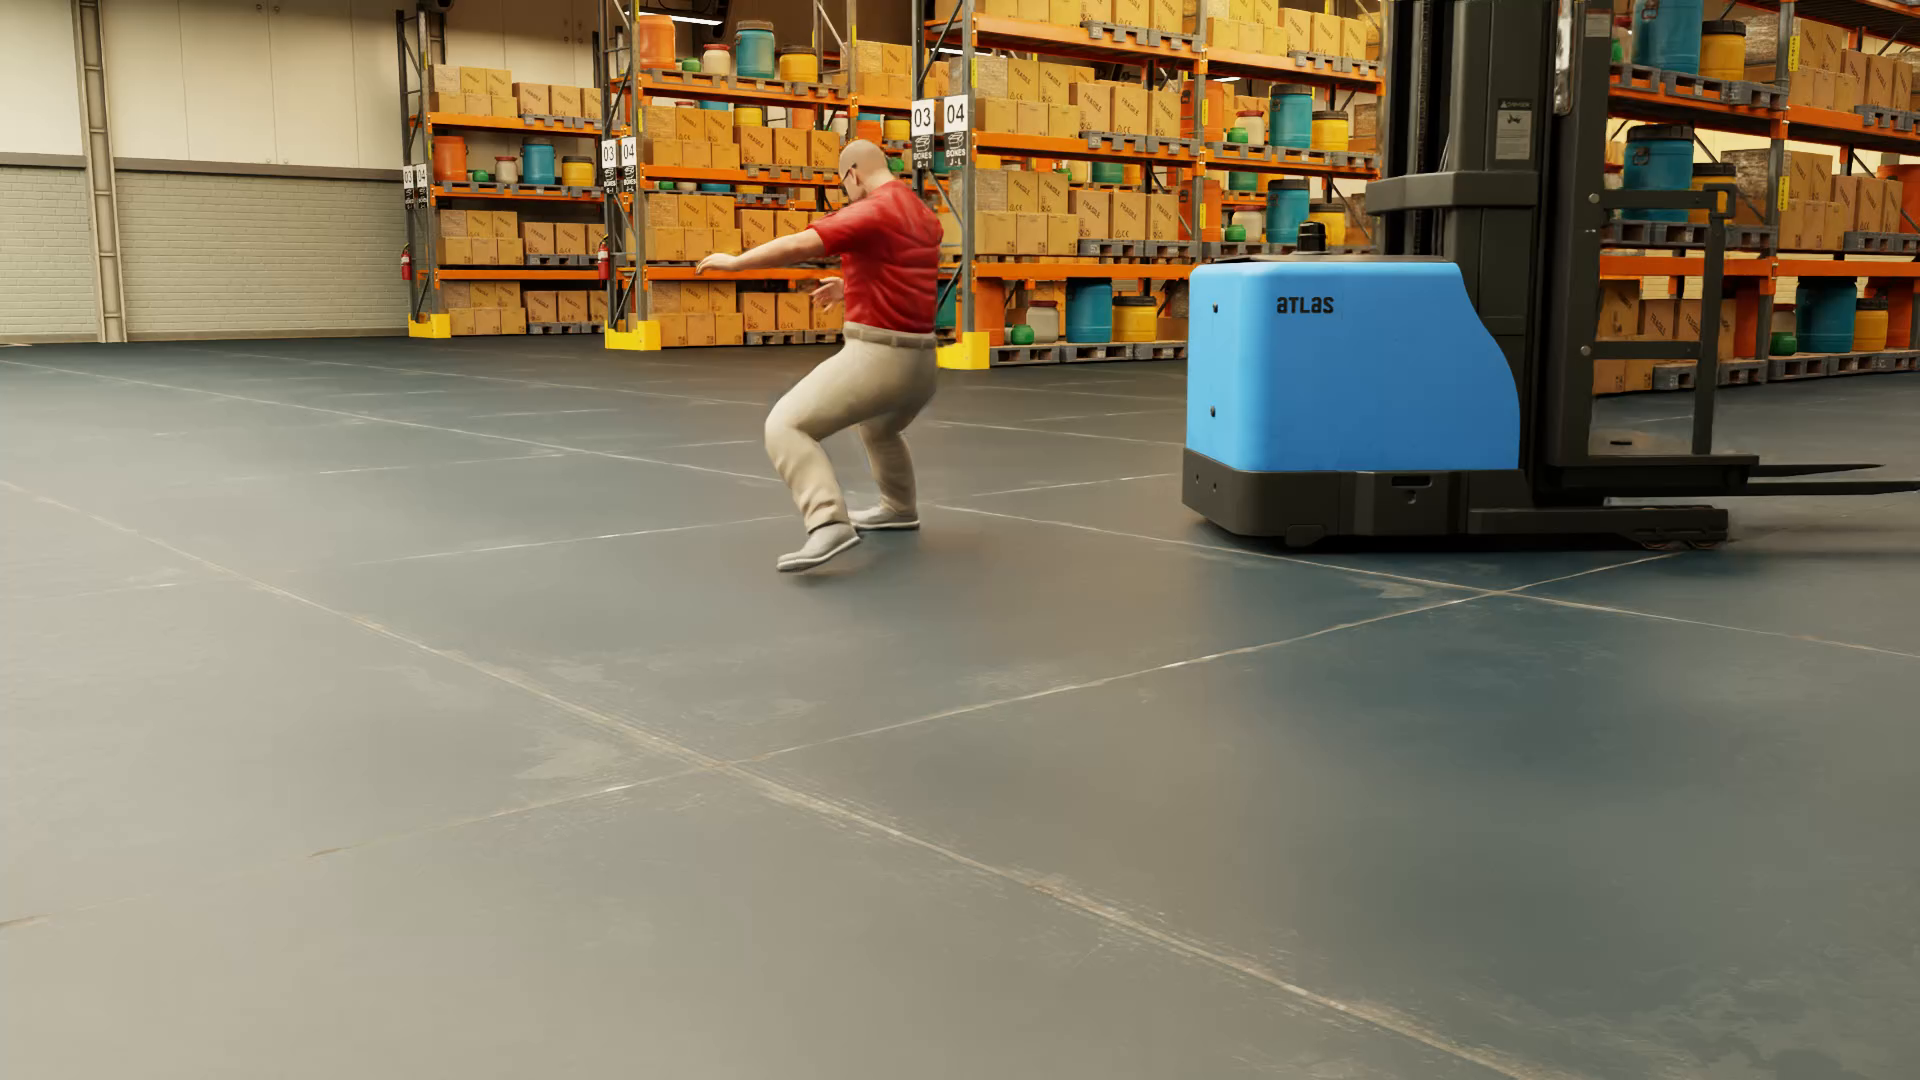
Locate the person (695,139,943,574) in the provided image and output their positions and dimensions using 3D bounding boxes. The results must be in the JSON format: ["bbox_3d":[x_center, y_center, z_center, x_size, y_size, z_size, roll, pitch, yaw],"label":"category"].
[{"bbox_3d":[-0.448,-0.707,6.152,0.700,1.512,1.309,5,10,31],"label":"person"}]

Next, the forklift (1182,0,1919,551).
[{"bbox_3d":[2.492,-1.488,6.572,3.031,2.935,1.130,-1,9,-5],"label":"forklift"}]
